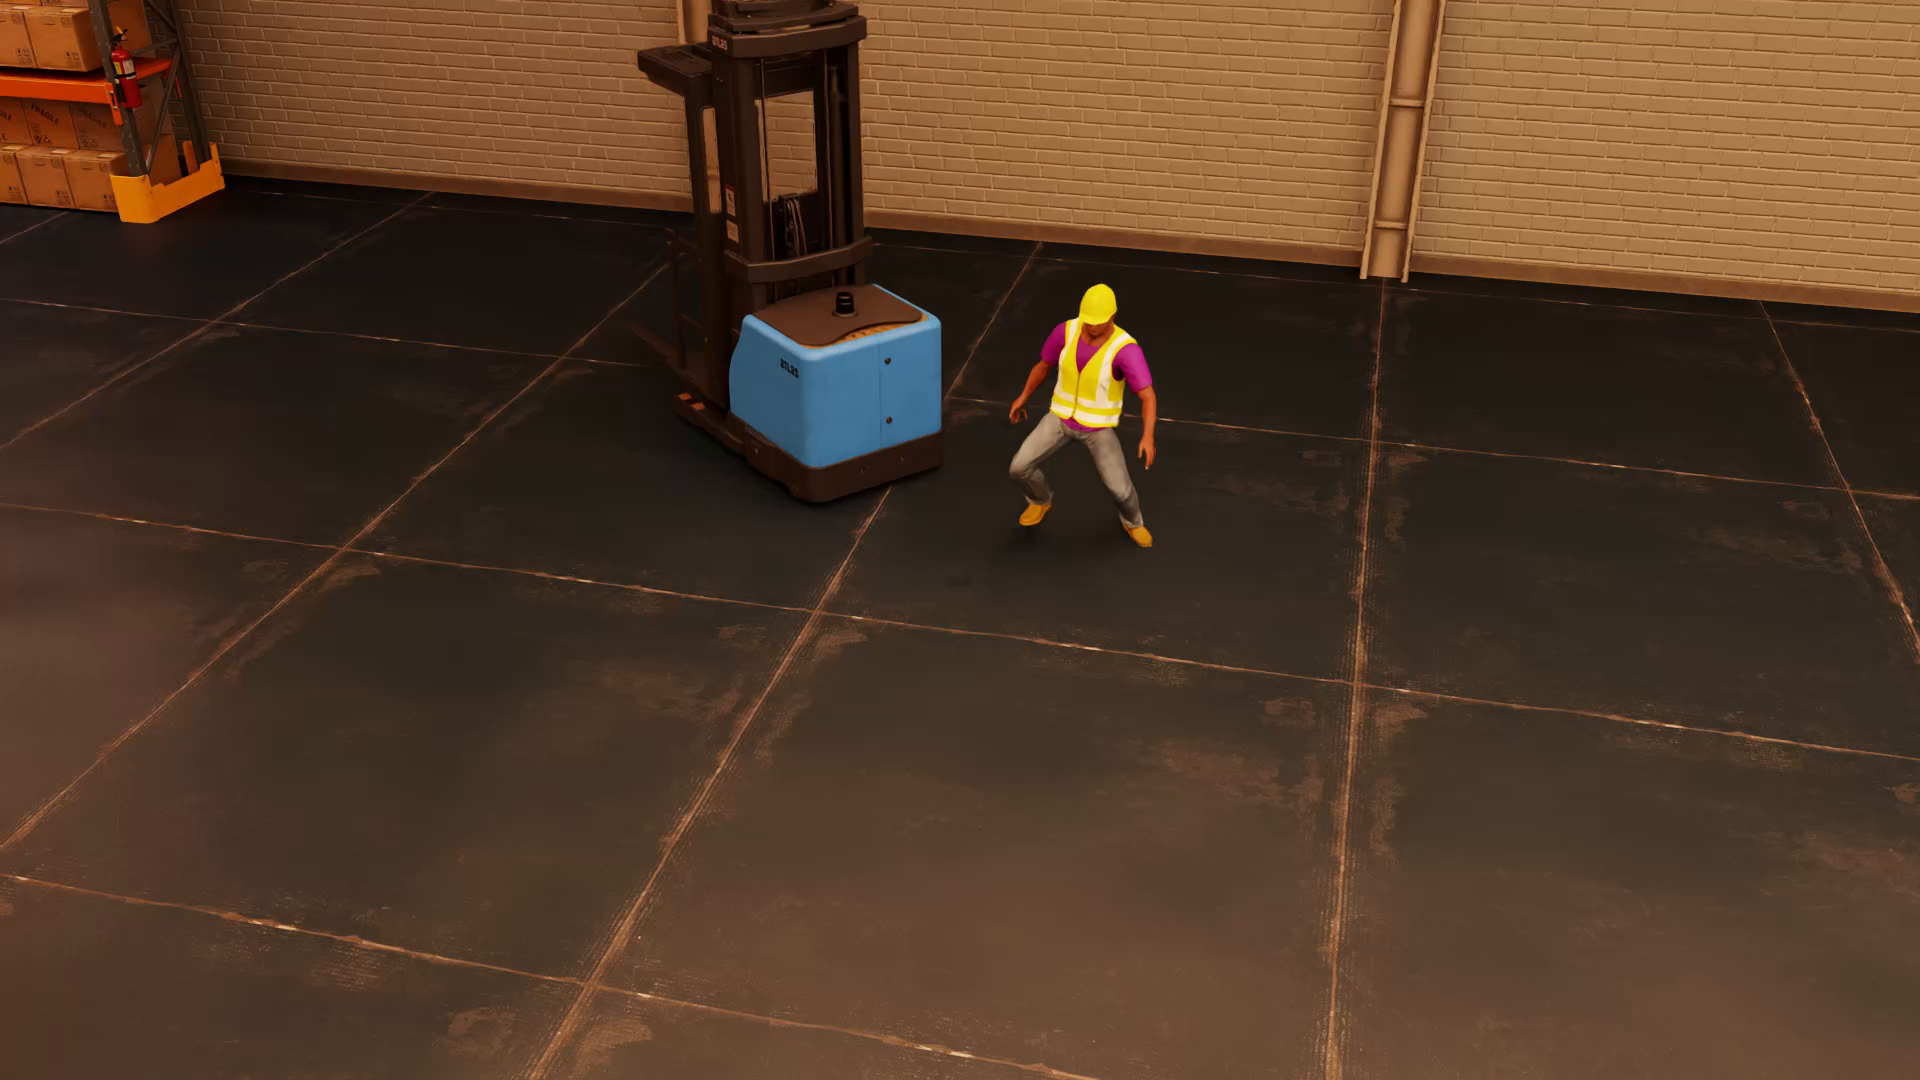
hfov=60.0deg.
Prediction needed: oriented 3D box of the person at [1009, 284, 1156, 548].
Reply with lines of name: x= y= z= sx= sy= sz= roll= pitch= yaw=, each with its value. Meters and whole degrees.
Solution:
person: x=0.742 y=-0.718 z=9.770 sx=1.004 sy=1.647 sz=0.642 roll=17 pitch=34 yaw=27

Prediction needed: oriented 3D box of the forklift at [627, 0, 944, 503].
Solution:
forklift: x=-1.364 y=-2.183 z=11.024 sx=1.130 sy=2.935 sz=3.031 roll=-19 pitch=35 yaw=-30
